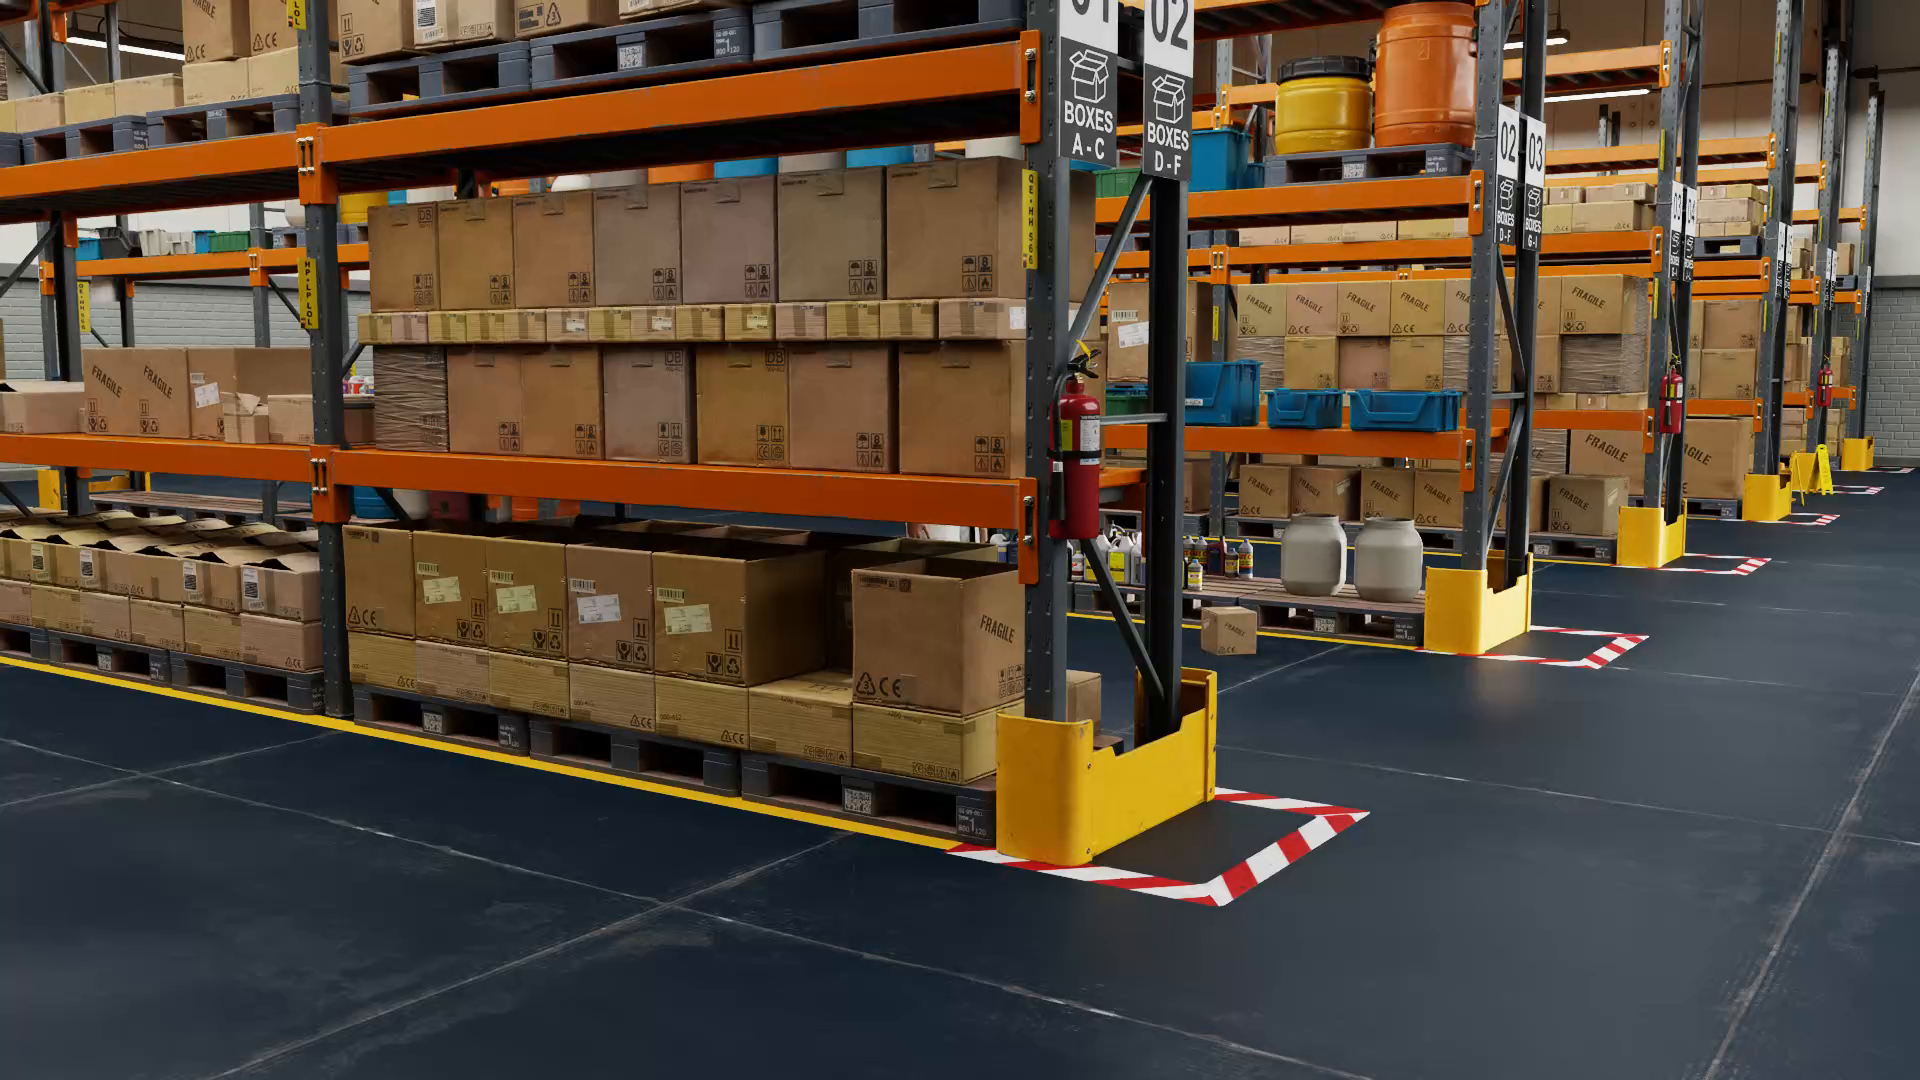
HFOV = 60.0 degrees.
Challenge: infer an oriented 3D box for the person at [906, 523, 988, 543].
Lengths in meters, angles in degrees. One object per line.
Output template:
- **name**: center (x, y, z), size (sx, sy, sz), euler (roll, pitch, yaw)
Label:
- **person**: center (-0.018, -0.063, 8.317), size (0.581, 1.776, 0.697), euler (4, 7, 34)
